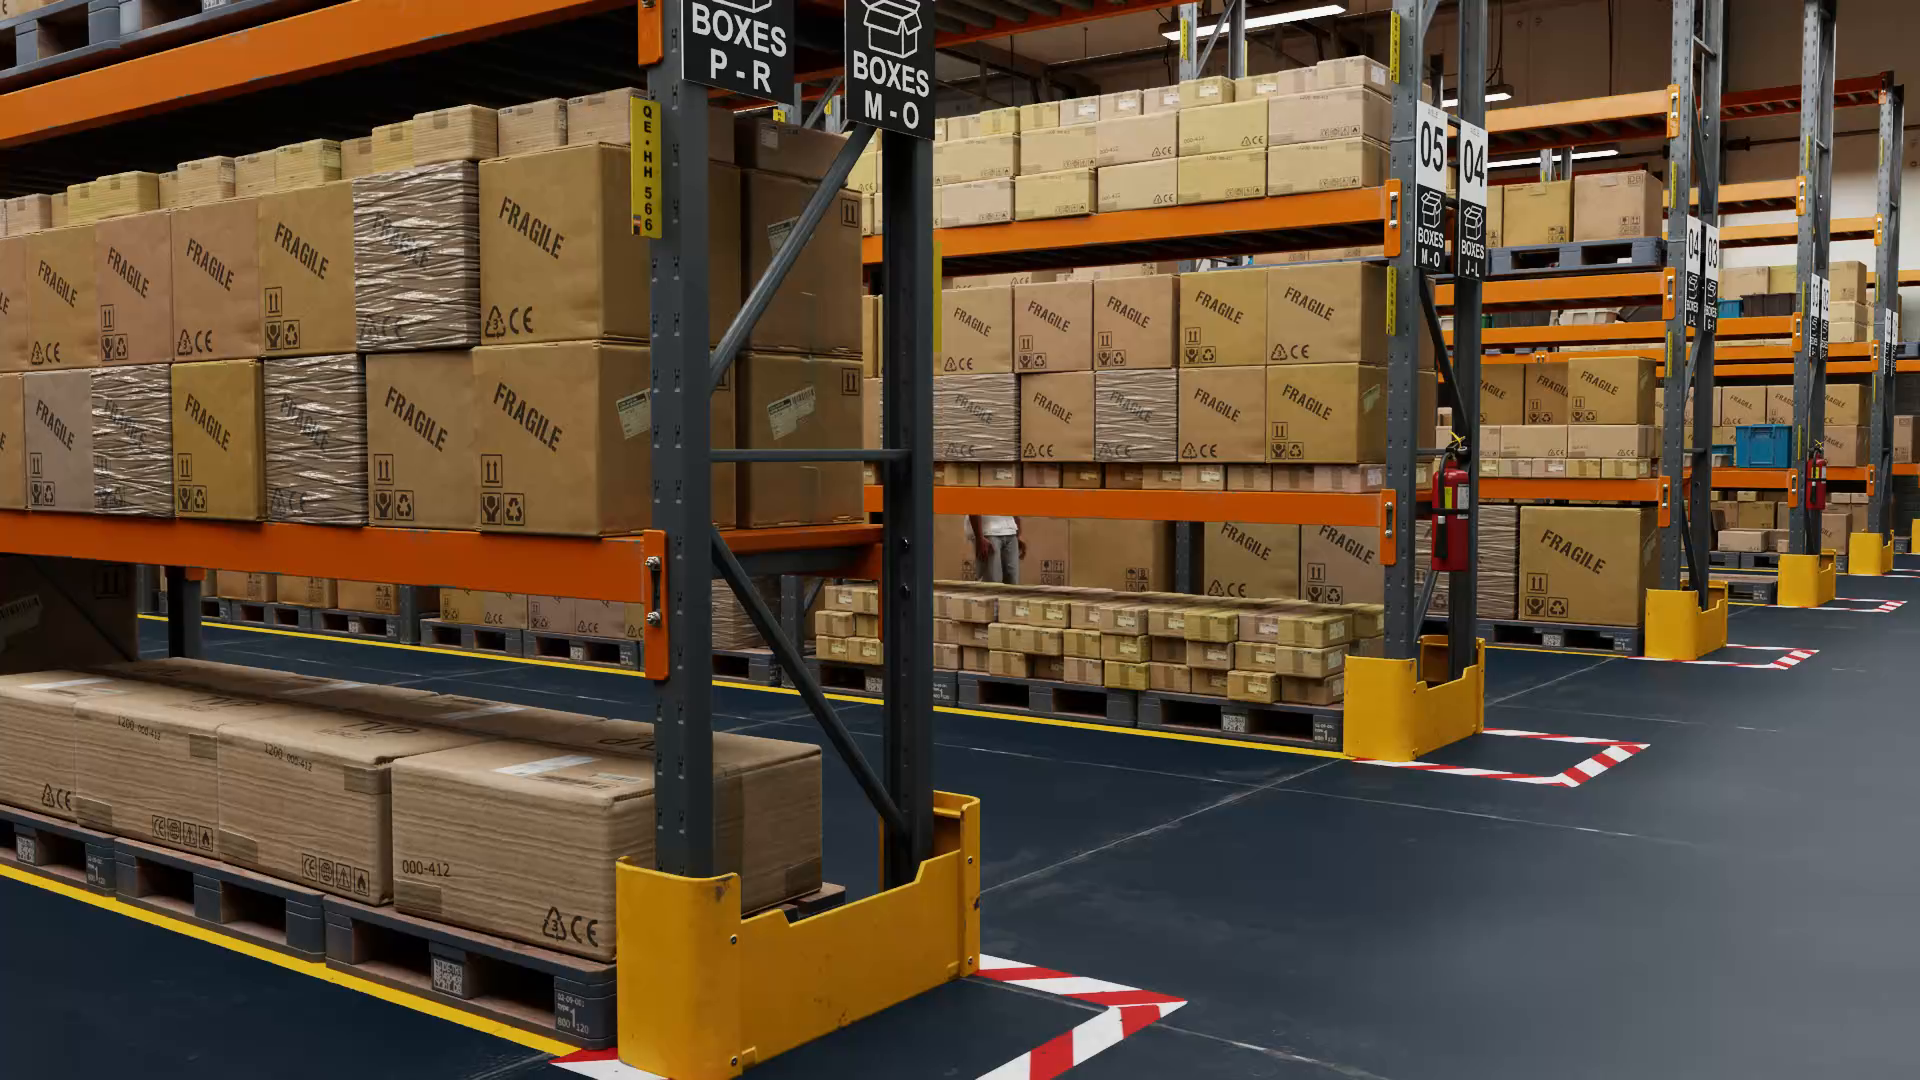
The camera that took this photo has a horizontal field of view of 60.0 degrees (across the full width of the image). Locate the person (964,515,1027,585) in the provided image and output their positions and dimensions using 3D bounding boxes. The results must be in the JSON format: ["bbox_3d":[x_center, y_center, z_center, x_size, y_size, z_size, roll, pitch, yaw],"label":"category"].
[{"bbox_3d":[0.281,-0.017,12.046,0.455,1.761,0.635,2,4,33],"label":"person"}]
